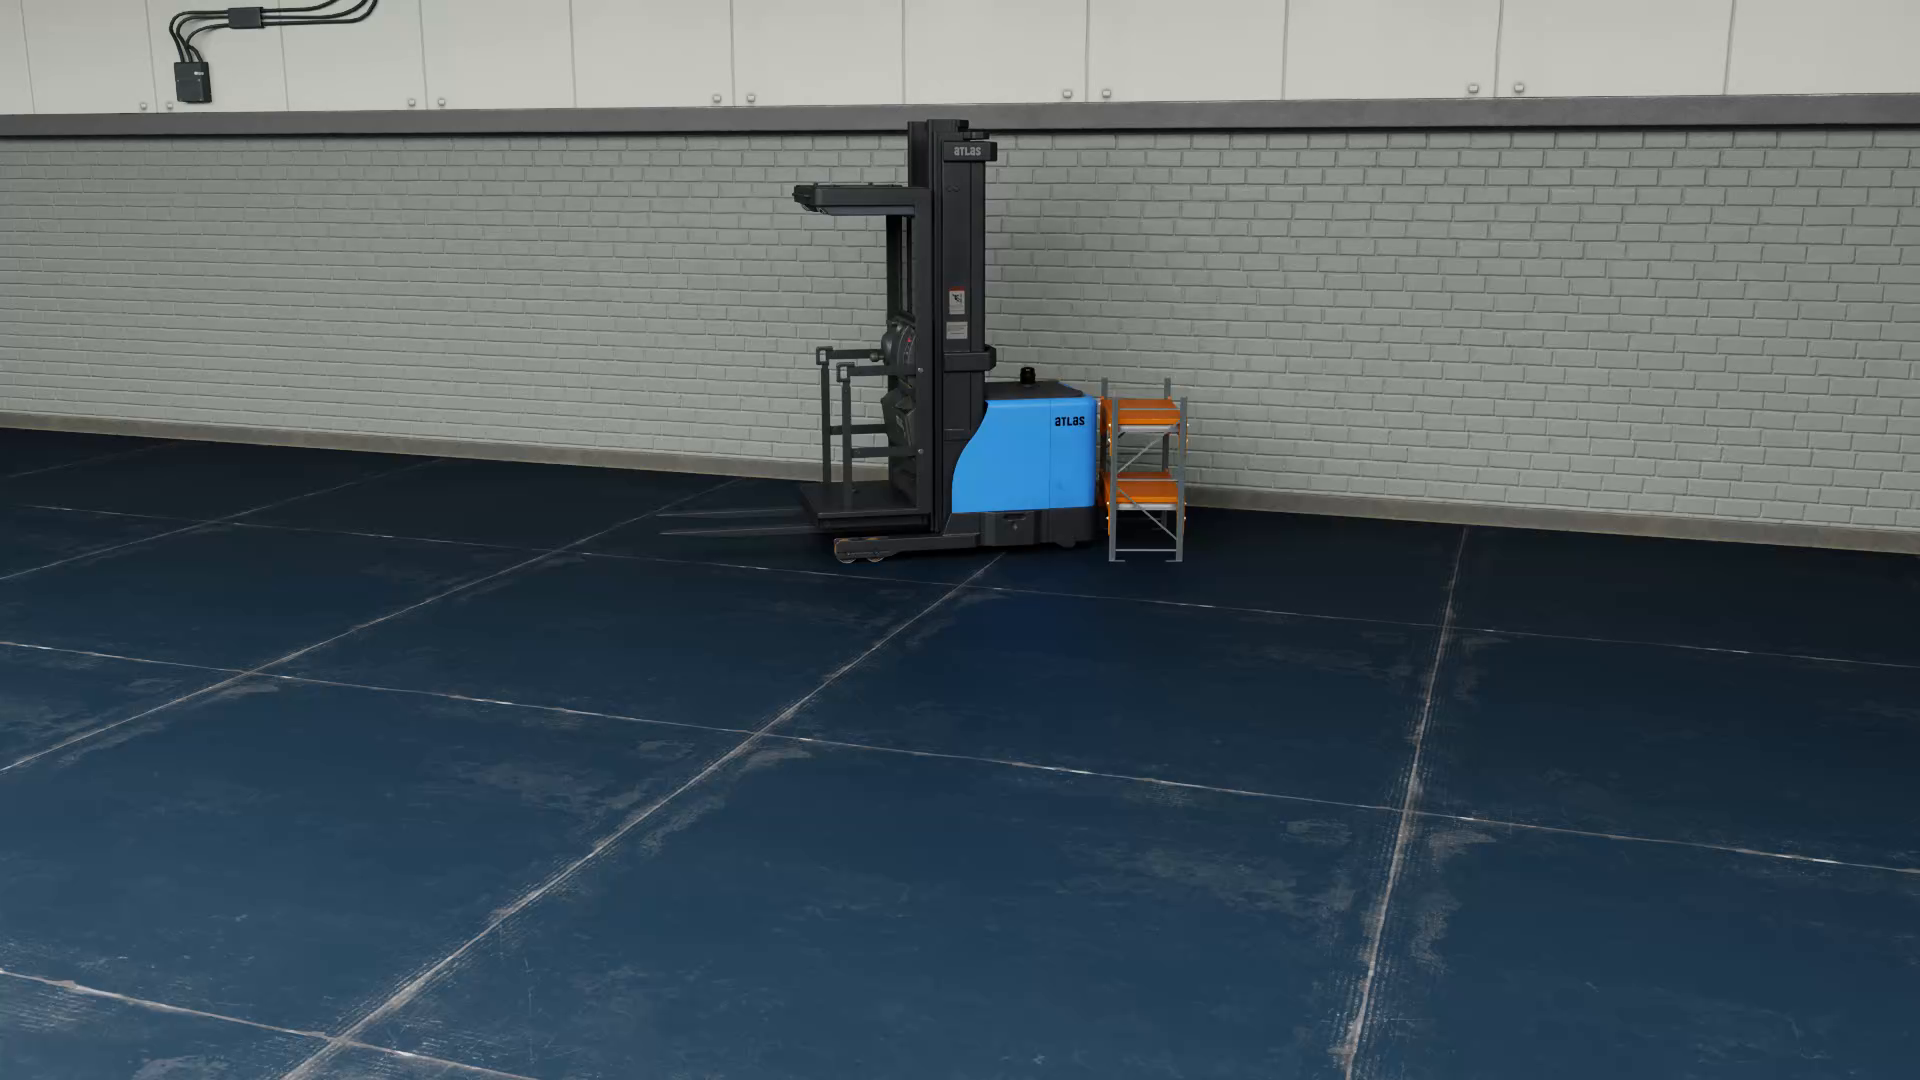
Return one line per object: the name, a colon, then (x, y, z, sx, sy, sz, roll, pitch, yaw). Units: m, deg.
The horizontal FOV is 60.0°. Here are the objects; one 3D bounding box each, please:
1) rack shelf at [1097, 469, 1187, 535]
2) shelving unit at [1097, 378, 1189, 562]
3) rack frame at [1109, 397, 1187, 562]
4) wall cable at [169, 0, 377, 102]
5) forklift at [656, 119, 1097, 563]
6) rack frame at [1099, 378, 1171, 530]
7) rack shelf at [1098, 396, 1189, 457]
rack shelf: (1.274, -0.279, 11.780, 0.538, 0.278, 1.000, 0, 13, 1)
shelving unit: (1.274, -0.517, 11.726, 0.538, 1.125, 1.048, 0, 13, 1)
rack frame: (1.267, -0.404, 11.230, 0.500, 1.125, 0.032, 0, 13, 1)
wall cable: (-6.144, -6.910, 14.396, 2.305, 6.003, 0.169, 4, 14, 18)
forklift: (-0.608, -1.399, 11.529, 3.031, 2.935, 1.130, -3, 13, -12)
rack frame: (1.281, -0.630, 12.222, 0.500, 1.125, 0.032, 0, 13, 1)
rack shelf: (1.274, -0.803, 11.661, 0.538, 0.278, 1.000, 0, 13, 1)
